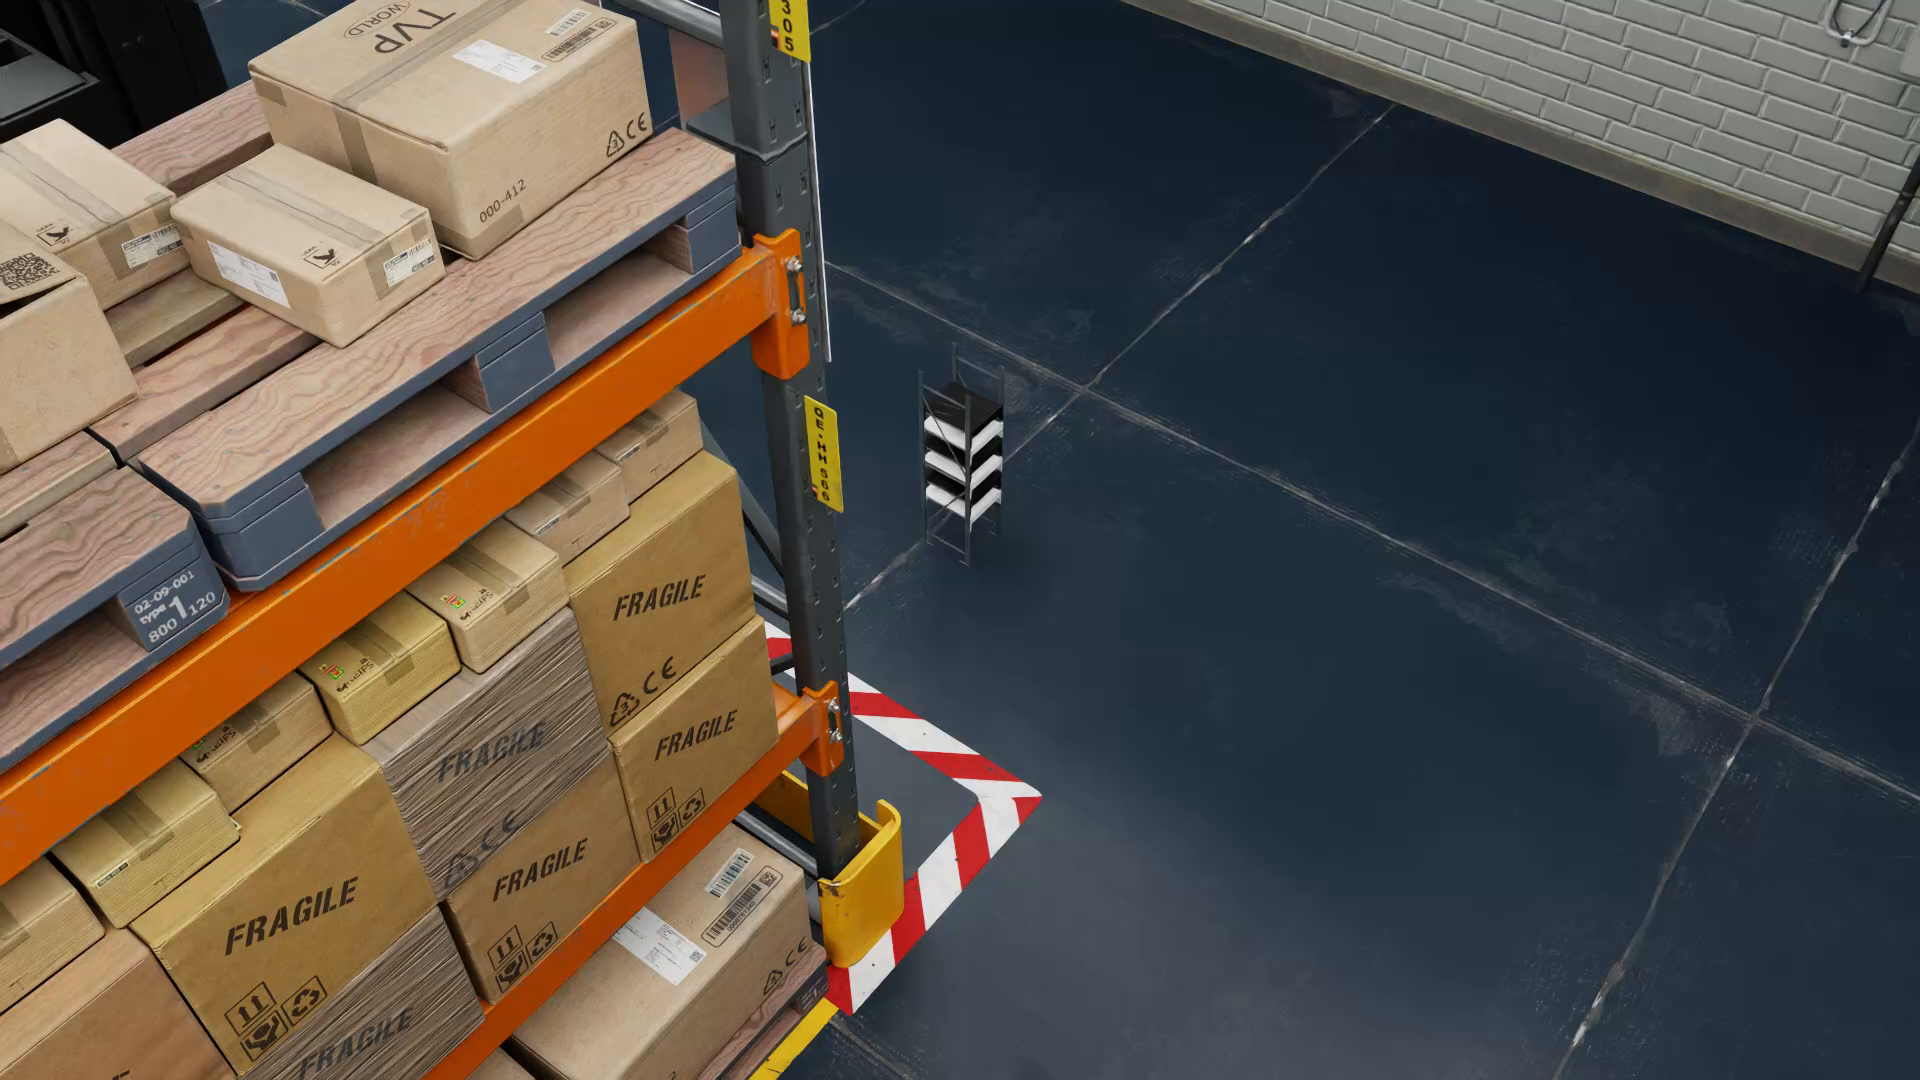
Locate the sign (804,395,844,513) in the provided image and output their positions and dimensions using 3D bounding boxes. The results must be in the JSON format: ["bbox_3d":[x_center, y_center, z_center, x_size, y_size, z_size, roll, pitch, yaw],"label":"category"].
[{"bbox_3d":[-0.321,-0.199,3.901,0.100,0.325,0.005,29,53,25],"label":"sign"}]

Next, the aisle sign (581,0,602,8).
[{"bbox_3d":[-0.927,-1.032,3.864,0.394,0.787,0.004,29,53,25],"label":"aisle sign"}]

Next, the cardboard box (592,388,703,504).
[{"bbox_3d":[-0.803,-0.275,3.729,0.380,0.149,0.250,30,53,25],"label":"cardboard box"}]

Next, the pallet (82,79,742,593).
[{"bbox_3d":[-1.187,-0.541,3.179,1.003,0.211,1.213,29,53,25],"label":"pallet"}]

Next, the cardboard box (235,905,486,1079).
[{"bbox_3d":[-1.453,0.973,3.677,0.500,0.500,0.500,31,54,26],"label":"cardboard box"}]

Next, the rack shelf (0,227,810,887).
[{"bbox_3d":[-1.965,0.392,2.724,1.077,0.370,4.000,29,53,25],"label":"rack shelf"}]

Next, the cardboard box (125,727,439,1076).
[{"bbox_3d":[-1.449,0.630,3.313,0.500,0.500,0.500,29,53,25],"label":"cardboard box"}]

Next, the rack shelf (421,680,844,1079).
[{"bbox_3d":[-1.965,1.428,3.809,1.077,0.370,4.000,29,53,25],"label":"rack shelf"}]

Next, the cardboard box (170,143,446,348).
[{"bbox_3d":[-1.139,-0.521,2.913,0.380,0.149,0.250,25,51,22],"label":"cardboard box"}]

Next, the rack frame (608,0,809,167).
[{"bbox_3d":[-0.742,-2.037,2.473,1.000,3.000,0.127,29,53,25],"label":"rack frame"}]

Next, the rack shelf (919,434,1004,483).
[{"bbox_3d":[0.005,-0.355,6.388,0.258,0.077,0.200,29,53,25],"label":"rack shelf"}]

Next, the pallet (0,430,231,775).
[{"bbox_3d":[-1.933,0.160,2.510,1.003,0.211,1.213,29,53,25],"label":"pallet"}]

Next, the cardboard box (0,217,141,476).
[{"bbox_3d":[-1.696,-0.315,2.604,0.500,0.311,0.500,30,53,26],"label":"cardboard box"}]

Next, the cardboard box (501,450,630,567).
[{"bbox_3d":[-0.939,-0.119,3.580,0.380,0.149,0.250,30,53,26],"label":"cardboard box"}]

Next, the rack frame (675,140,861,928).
[{"bbox_3d":[-0.742,0.035,4.642,1.000,3.000,0.127,29,53,25],"label":"rack frame"}]

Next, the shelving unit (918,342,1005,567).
[{"bbox_3d":[0.005,-0.315,6.429,0.258,0.900,0.210,29,53,25],"label":"shelving unit"}]

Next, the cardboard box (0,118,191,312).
[{"bbox_3d":[-1.589,-0.573,2.962,0.380,0.149,0.250,31,54,26],"label":"cardboard box"}]

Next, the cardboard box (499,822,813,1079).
[{"bbox_3d":[-1.066,1.197,5.013,0.875,0.438,0.875,27,52,24],"label":"cardboard box"}]

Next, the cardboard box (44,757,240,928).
[{"bbox_3d":[-1.539,0.480,3.008,0.380,0.149,0.250,30,53,26],"label":"cardboard box"}]

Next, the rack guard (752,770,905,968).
[{"bbox_3d":[-0.727,0.885,5.559,1.175,0.500,0.348,29,53,25],"label":"rack guard"}]

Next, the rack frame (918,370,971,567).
[{"bbox_3d":[-0.057,-0.257,6.373,0.240,0.900,0.006,29,53,25],"label":"rack frame"}]

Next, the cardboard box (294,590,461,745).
[{"bbox_3d":[-1.217,0.192,3.283,0.380,0.149,0.250,30,53,26],"label":"cardboard box"}]

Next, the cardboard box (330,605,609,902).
[{"bbox_3d":[-1.144,0.349,3.582,0.500,0.500,0.500,29,53,25],"label":"cardboard box"}]

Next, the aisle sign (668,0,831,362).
[{"bbox_3d":[-0.452,-0.767,3.610,0.394,0.787,0.004,29,53,25],"label":"aisle sign"}]

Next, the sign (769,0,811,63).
[{"bbox_3d":[-0.321,-1.031,3.029,0.100,0.325,0.005,29,53,25],"label":"sign"}]

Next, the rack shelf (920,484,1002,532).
[{"bbox_3d":[0.005,-0.168,6.583,0.258,0.077,0.200,29,53,25],"label":"rack shelf"}]

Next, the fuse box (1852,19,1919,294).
[{"bbox_3d":[4.260,-1.744,7.233,0.539,1.711,0.414,29,53,25],"label":"fuse box"}]

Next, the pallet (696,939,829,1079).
[{"bbox_3d":[-1.169,1.491,5.180,1.003,0.211,1.213,29,53,25],"label":"pallet"}]

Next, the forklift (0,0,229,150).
[{"bbox_3d":[-2.938,-0.608,5.303,1.130,2.935,3.031,30,53,26],"label":"forklift"}]

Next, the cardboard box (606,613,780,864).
[{"bbox_3d":[-0.827,0.394,4.230,0.500,0.500,0.500,29,53,25],"label":"cardboard box"}]

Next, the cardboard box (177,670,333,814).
[{"bbox_3d":[-1.433,0.310,3.170,0.380,0.149,0.250,29,53,25],"label":"cardboard box"}]

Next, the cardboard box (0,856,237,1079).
[{"bbox_3d":[-1.758,0.917,3.039,0.500,0.500,0.500,29,53,25],"label":"cardboard box"}]

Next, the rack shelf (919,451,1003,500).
[{"bbox_3d":[0.005,-0.292,6.453,0.258,0.077,0.200,29,53,25],"label":"rack shelf"}]

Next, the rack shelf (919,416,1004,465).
[{"bbox_3d":[0.005,-0.417,6.323,0.258,0.077,0.200,29,53,25],"label":"rack shelf"}]

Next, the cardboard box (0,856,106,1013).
[{"bbox_3d":[-1.715,0.621,2.873,0.380,0.149,0.250,31,54,26],"label":"cardboard box"}]

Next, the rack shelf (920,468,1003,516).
[{"bbox_3d":[0.005,-0.230,6.518,0.258,0.077,0.200,29,53,25],"label":"rack shelf"}]

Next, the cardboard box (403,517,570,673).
[{"bbox_3d":[-1.030,0.066,3.403,0.380,0.149,0.250,29,53,25],"label":"cardboard box"}]

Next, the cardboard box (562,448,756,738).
[{"bbox_3d":[-0.848,0.036,3.880,0.500,0.500,0.500,31,54,26],"label":"cardboard box"}]

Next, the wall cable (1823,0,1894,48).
[{"bbox_3d":[3.817,-2.932,6.774,0.588,1.984,0.122,29,53,25],"label":"wall cable"}]

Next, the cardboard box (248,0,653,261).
[{"bbox_3d":[-0.946,-0.831,3.139,0.500,0.250,0.500,25,51,22],"label":"cardboard box"}]

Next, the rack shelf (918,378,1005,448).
[{"bbox_3d":[0.005,-0.479,6.258,0.258,0.077,0.200,29,53,25],"label":"rack shelf"}]

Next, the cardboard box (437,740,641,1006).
[{"bbox_3d":[-1.146,0.674,3.962,0.500,0.500,0.500,28,52,24],"label":"cardboard box"}]

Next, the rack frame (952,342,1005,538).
[{"bbox_3d":[0.067,-0.374,6.485,0.240,0.900,0.006,29,53,25],"label":"rack frame"}]

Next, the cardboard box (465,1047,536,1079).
[{"bbox_3d":[-1.619,1.725,4.510,0.875,0.438,0.875,31,54,26],"label":"cardboard box"}]
